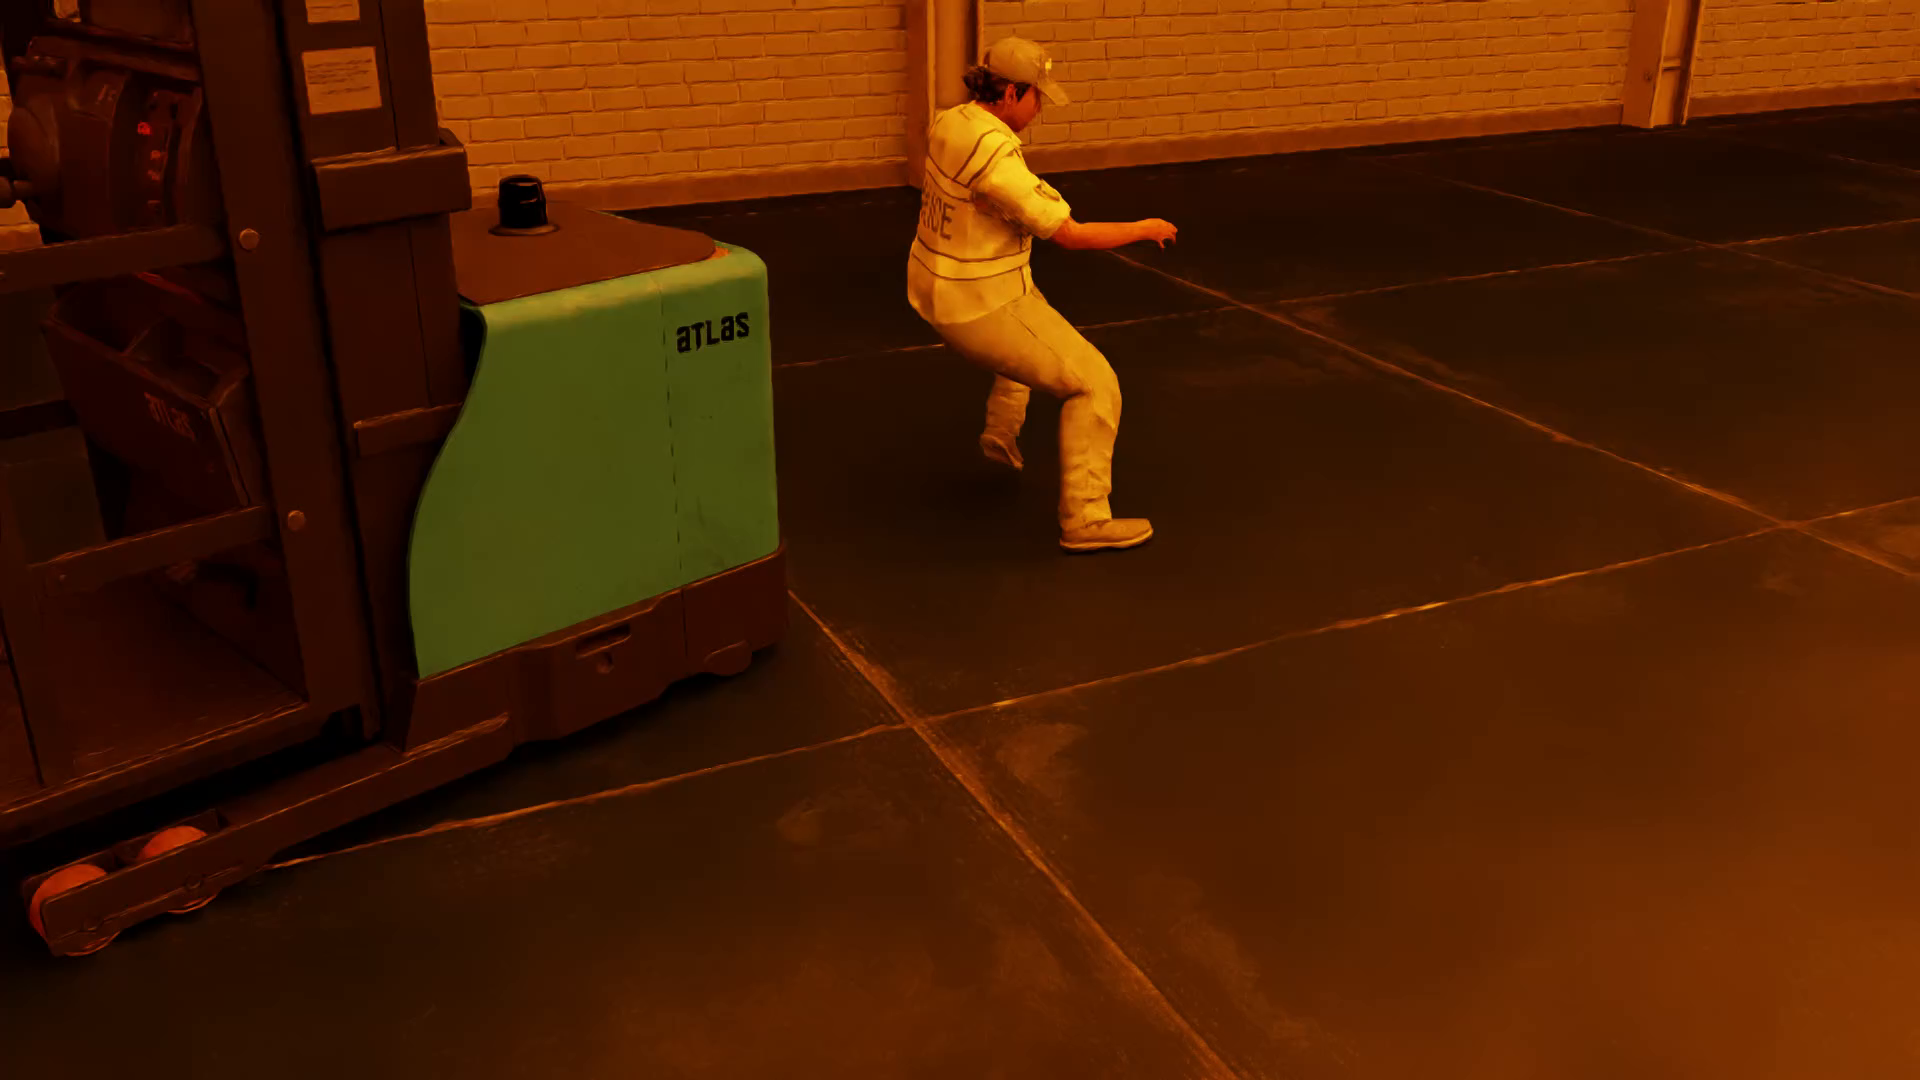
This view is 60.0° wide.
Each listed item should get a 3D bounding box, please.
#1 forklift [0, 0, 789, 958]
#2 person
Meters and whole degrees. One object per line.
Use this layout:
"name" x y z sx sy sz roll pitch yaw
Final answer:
"forklift" -1.843 -0.781 3.166 1.130 2.935 3.031 21 30 41
"person" 0.241 -0.795 5.104 0.746 1.459 0.904 -8 24 -18
